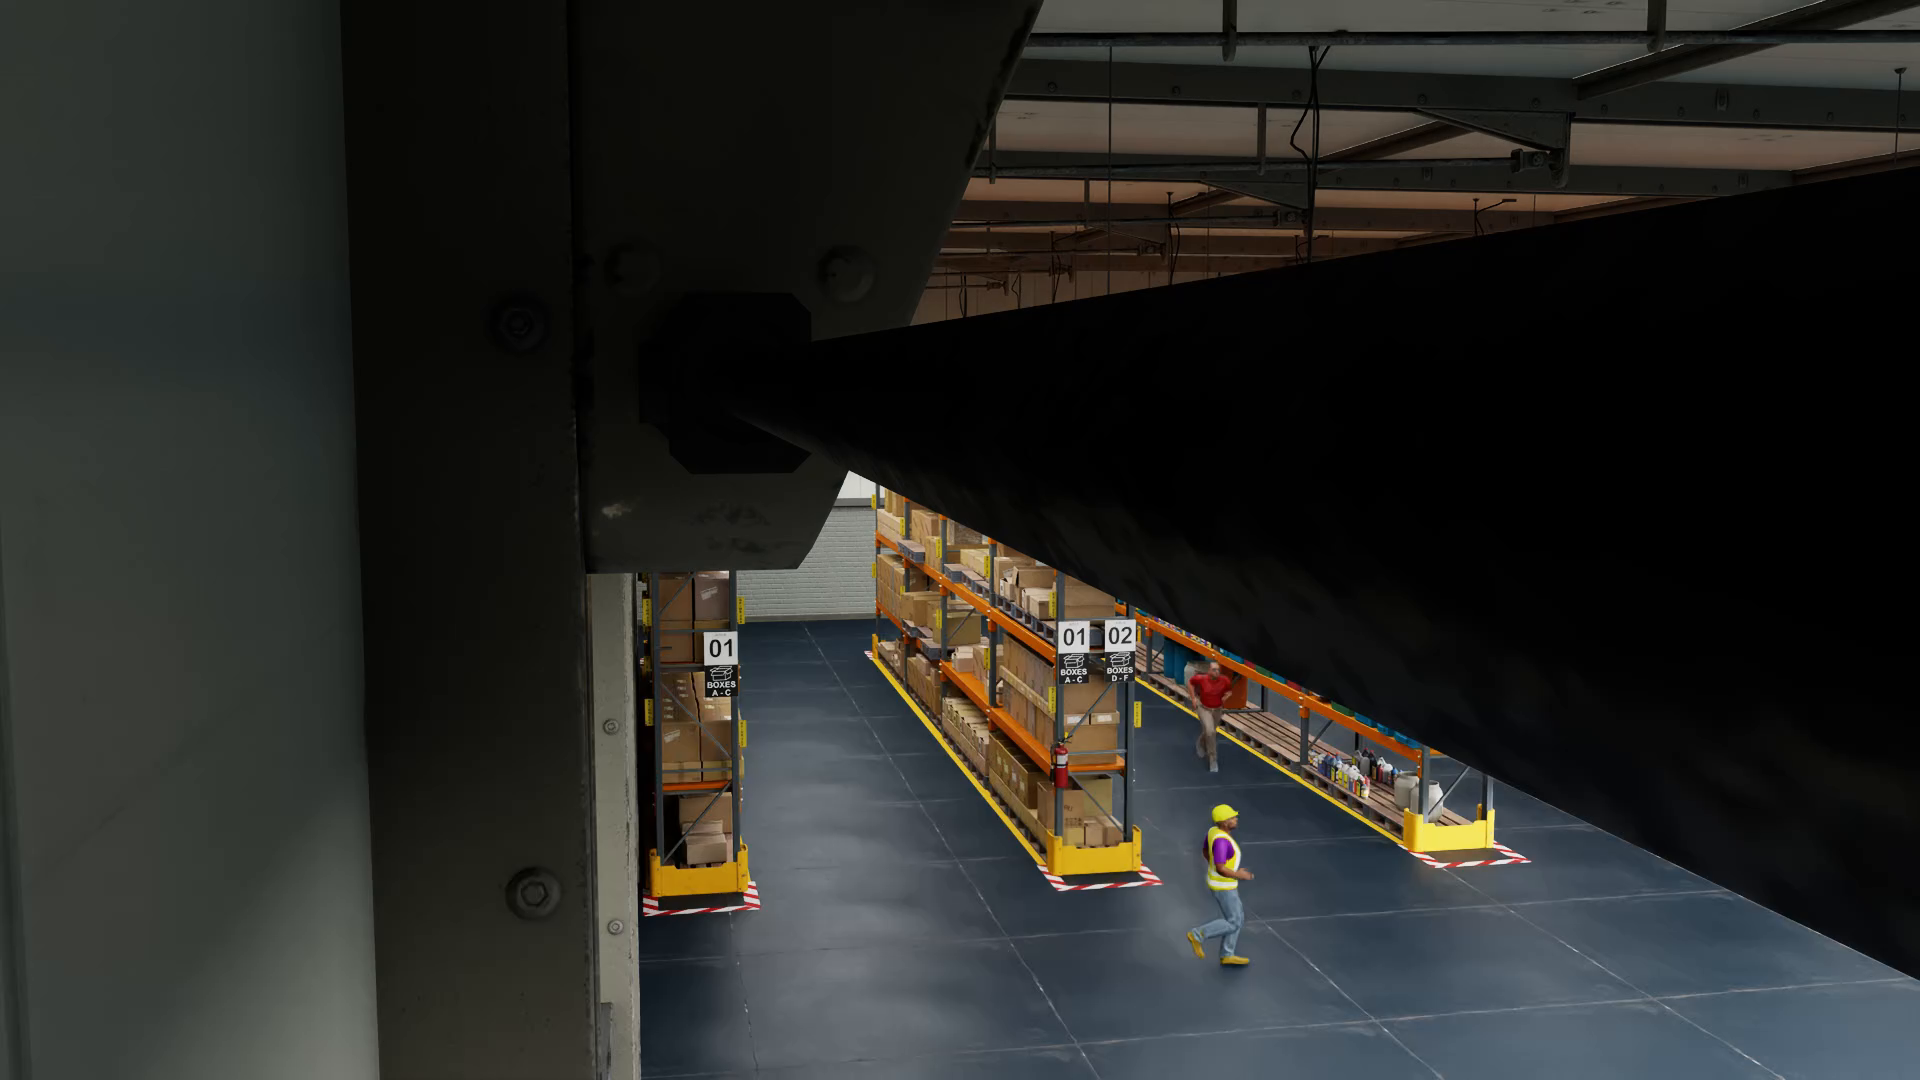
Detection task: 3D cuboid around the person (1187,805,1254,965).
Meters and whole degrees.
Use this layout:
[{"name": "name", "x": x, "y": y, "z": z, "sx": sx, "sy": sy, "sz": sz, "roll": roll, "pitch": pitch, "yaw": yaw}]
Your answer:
[{"name": "person", "x": 2.752, "y": 3.660, "z": 17.667, "sx": 0.687, "sy": 1.726, "sz": 0.699, "roll": 0, "pitch": 6, "yaw": 2}]

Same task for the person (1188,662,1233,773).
[{"name": "person", "x": 3.977, "y": 2.779, "z": 26.573, "sx": 0.659, "sy": 1.753, "sz": 1.024, "roll": -2, "pitch": 6, "yaw": -16}]
